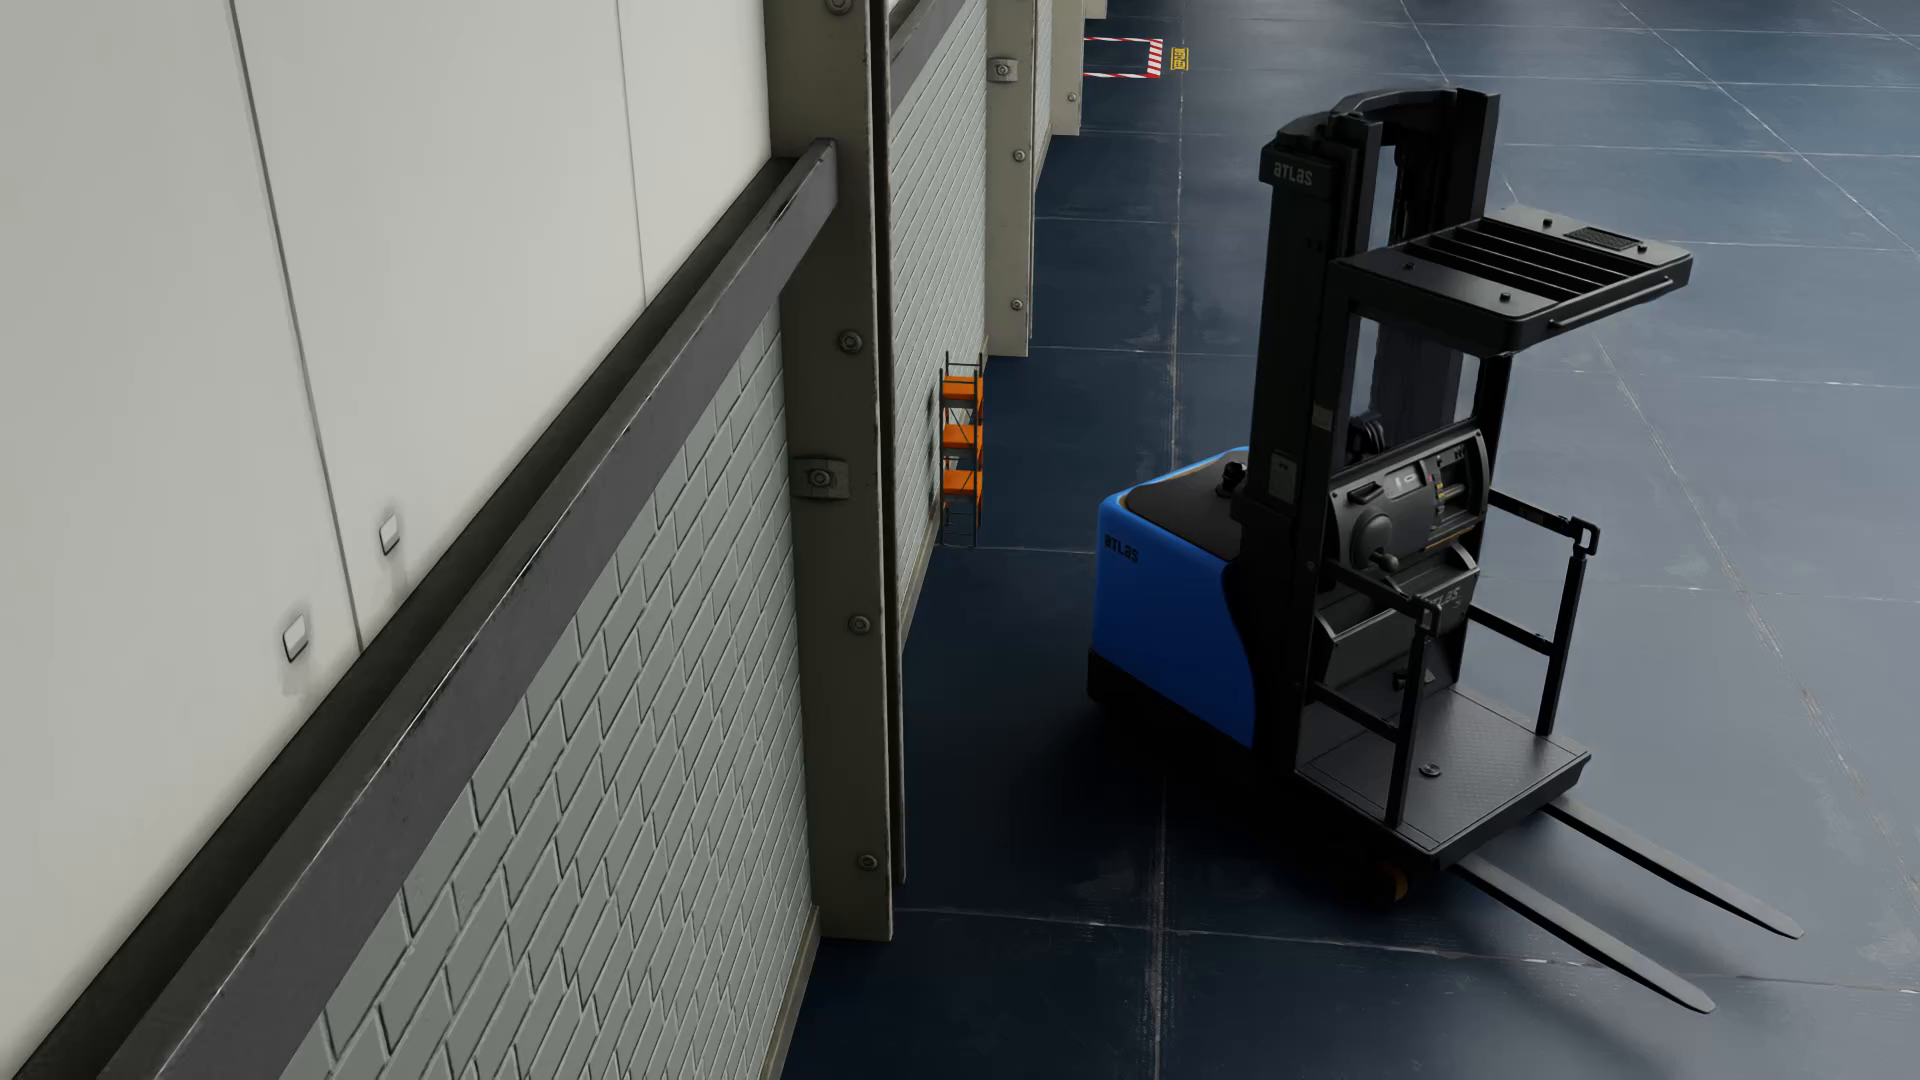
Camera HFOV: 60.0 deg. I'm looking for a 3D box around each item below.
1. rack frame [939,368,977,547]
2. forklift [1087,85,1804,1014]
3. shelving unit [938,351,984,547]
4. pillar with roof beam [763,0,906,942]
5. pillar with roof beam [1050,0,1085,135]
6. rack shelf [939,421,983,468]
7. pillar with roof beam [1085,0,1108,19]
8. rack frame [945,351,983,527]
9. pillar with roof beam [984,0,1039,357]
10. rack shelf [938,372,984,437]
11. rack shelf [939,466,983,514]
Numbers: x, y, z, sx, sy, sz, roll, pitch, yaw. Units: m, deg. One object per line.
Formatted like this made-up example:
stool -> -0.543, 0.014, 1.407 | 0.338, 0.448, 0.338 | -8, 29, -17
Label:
rack frame -> -0.008, -0.430, 8.941 | 0.200, 1.050, 0.008 | 3, 28, 6
forklift -> 1.902, -0.118, 6.379 | 1.130, 2.935, 3.031 | -21, 35, -33
shelving unit -> 0.007, -0.487, 9.048 | 0.215, 1.050, 0.252 | 3, 28, 6
pillar with roof beam -> 3.876, -2.271, 3.977 | 9.100, 9.000, 0.400 | 3, 28, 6
pillar with roof beam -> 5.347, -7.919, 14.462 | 9.100, 9.000, 0.400 | 3, 28, 6
rack shelf -> 0.007, -0.478, 9.053 | 0.215, 0.259, 0.240 | 3, 28, 6
pillar with roof beam -> 6.082, -10.744, 19.704 | 9.100, 9.000, 0.400 | 3, 28, 6
rack frame -> 0.022, -0.545, 9.154 | 0.200, 1.050, 0.008 | 3, 28, 6
pillar with roof beam -> 4.612, -5.095, 9.219 | 9.100, 9.000, 0.400 | 3, 28, 6
rack shelf -> 0.007, -0.728, 8.918 | 0.215, 0.259, 0.240 | 3, 28, 6
rack shelf -> 0.007, -0.233, 9.185 | 0.215, 0.259, 0.240 | 3, 28, 6
